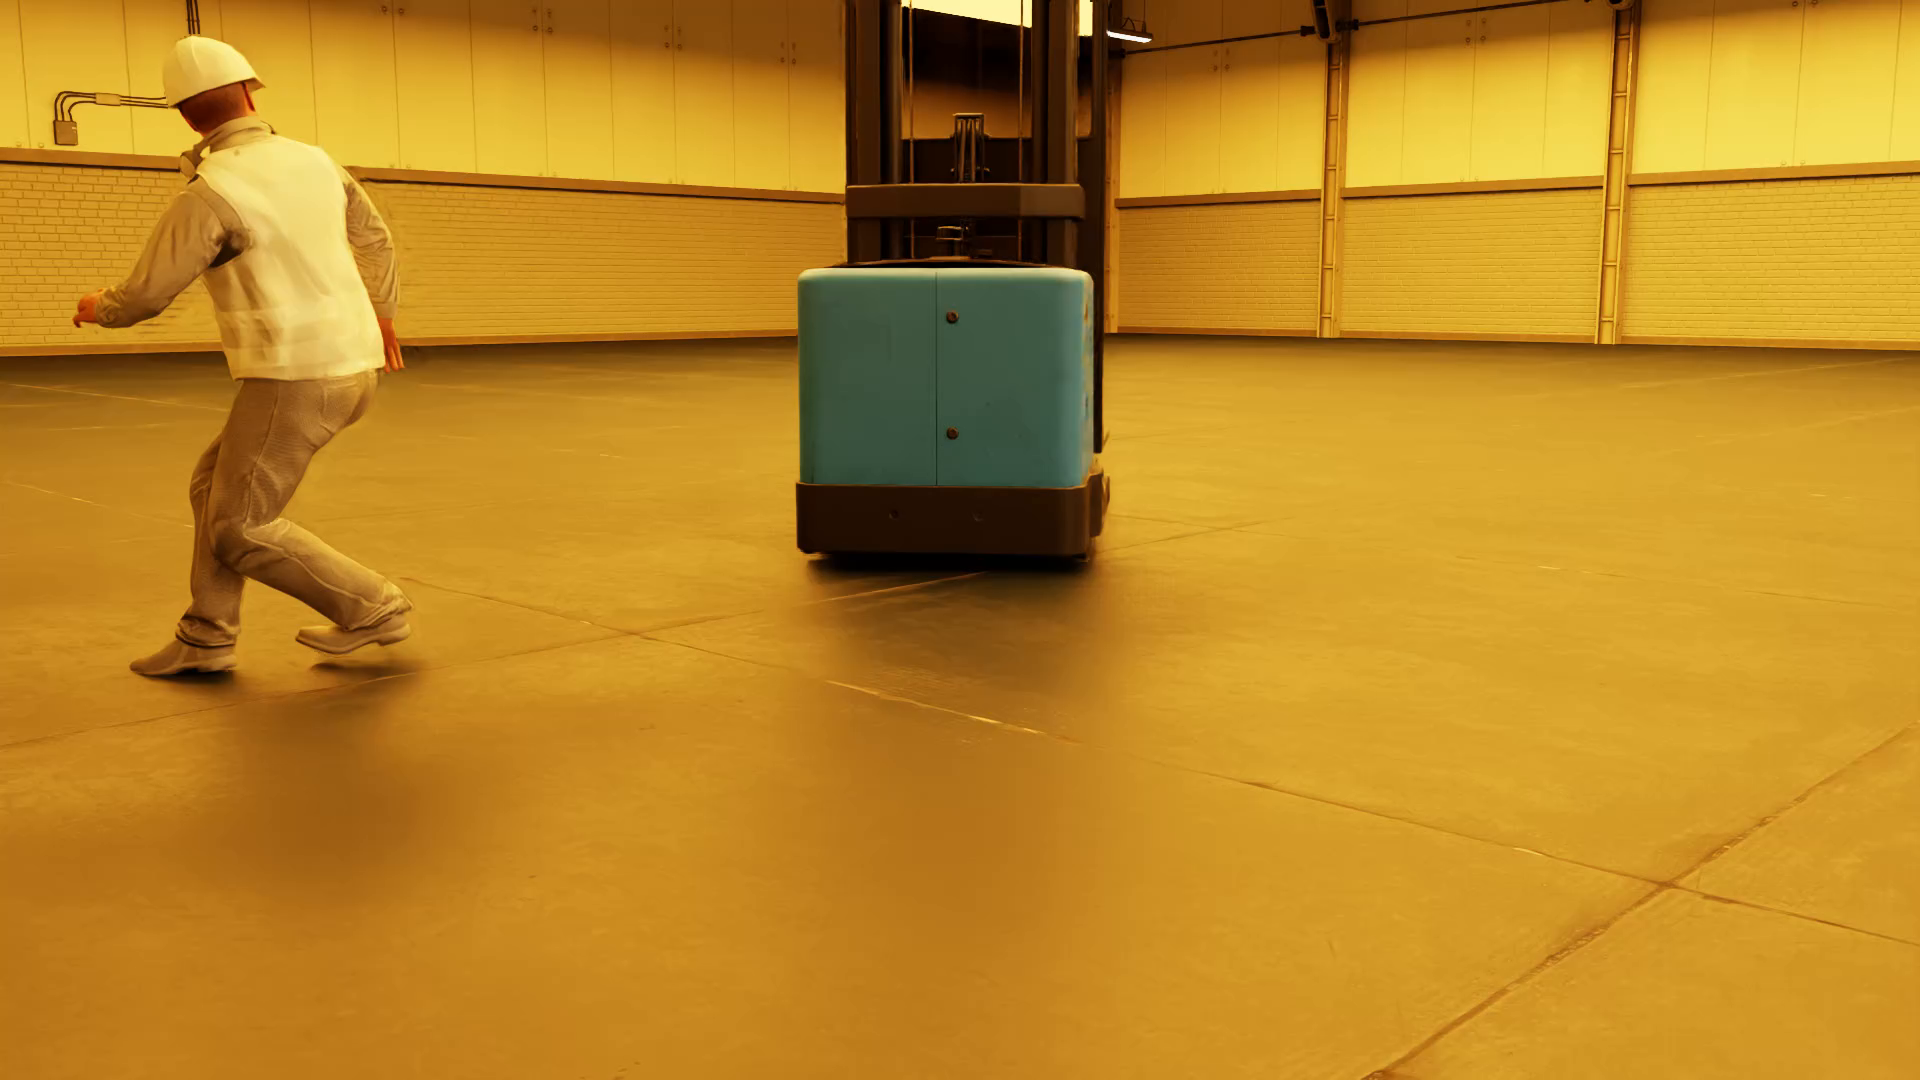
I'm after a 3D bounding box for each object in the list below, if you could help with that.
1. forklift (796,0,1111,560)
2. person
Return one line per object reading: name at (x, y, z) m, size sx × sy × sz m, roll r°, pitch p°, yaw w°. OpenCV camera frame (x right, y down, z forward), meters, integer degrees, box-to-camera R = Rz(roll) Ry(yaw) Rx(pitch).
forklift at (0.098, -1.554, 7.194) m, size 1.130 × 2.935 × 3.031 m, roll 1°, pitch 9°, yaw 7°
person at (-1.886, -0.474, 4.441) m, size 0.807 × 1.648 × 0.818 m, roll 0°, pitch 9°, yaw 2°
